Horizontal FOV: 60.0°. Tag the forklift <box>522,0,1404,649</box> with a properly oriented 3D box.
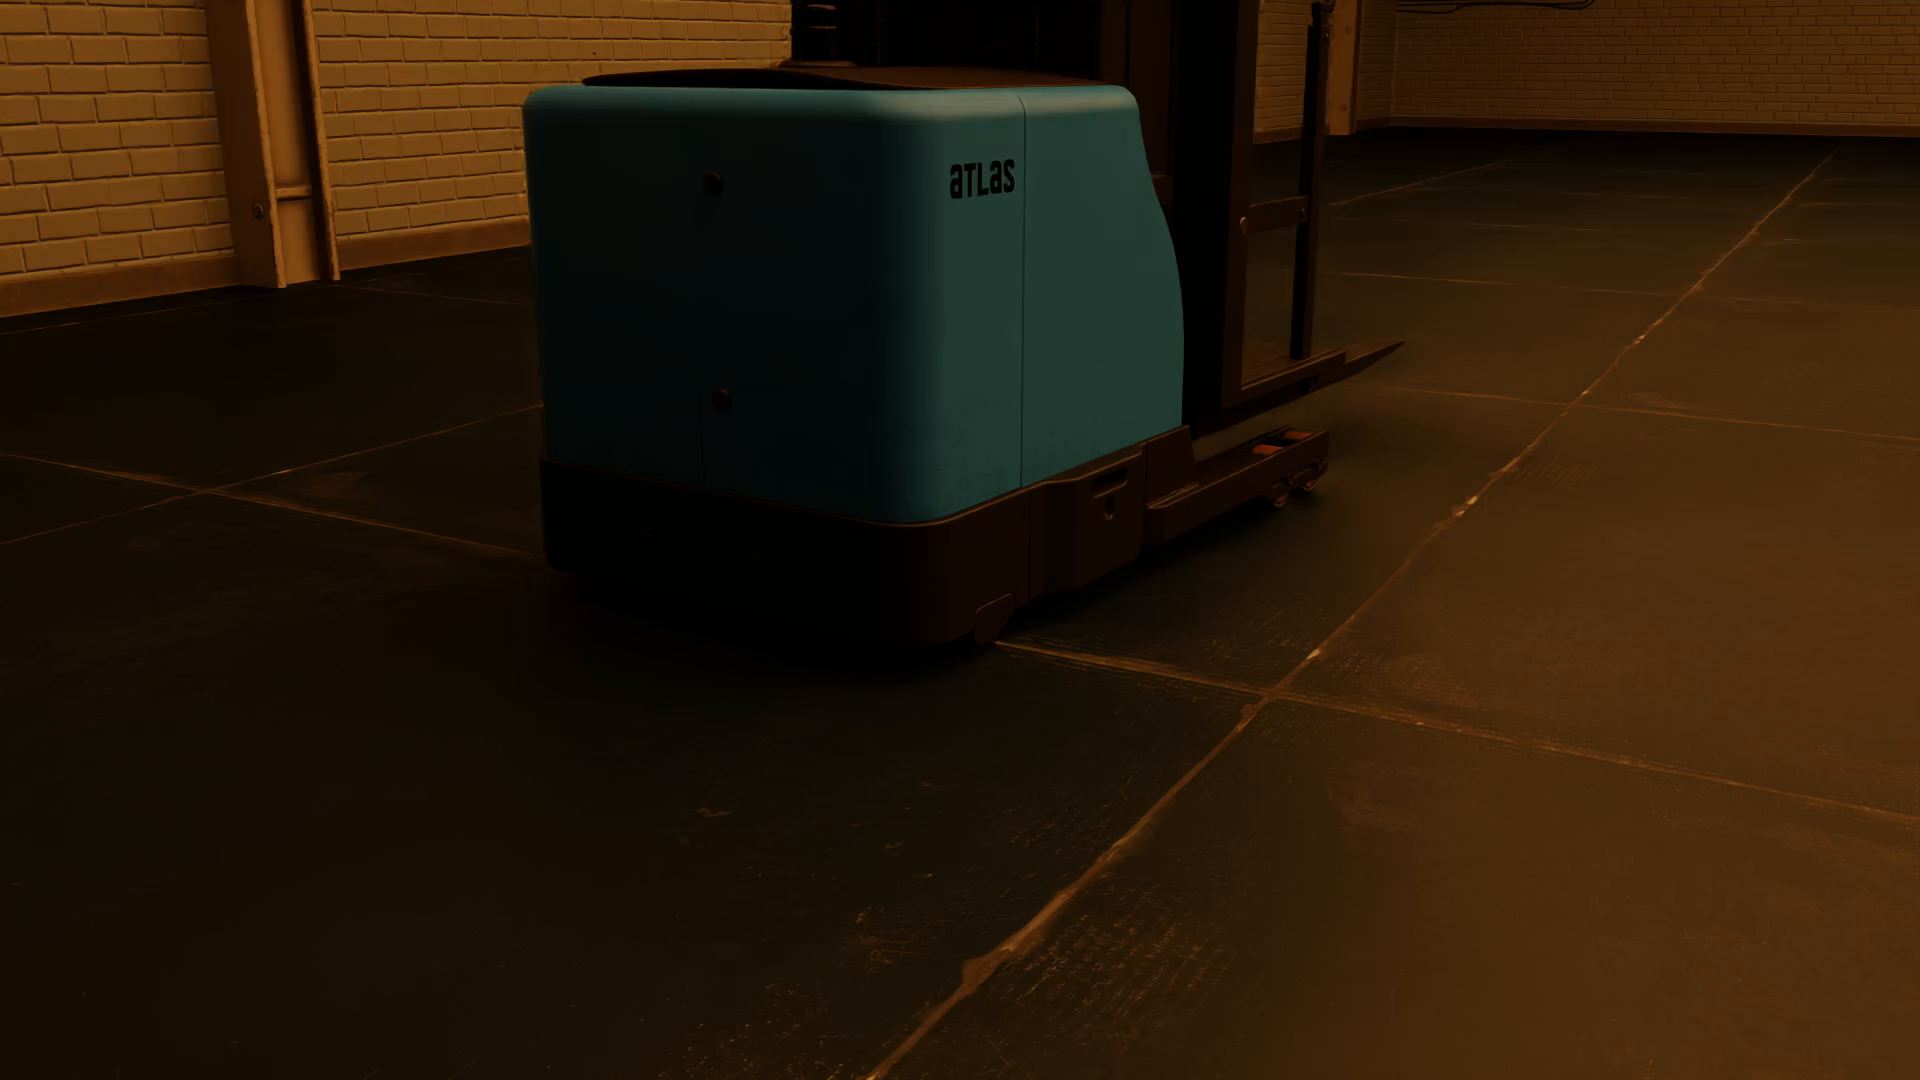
[{"bbox_3d":[0.342,-1.558,4.142,1.130,2.935,3.031,11,20,33],"label":"forklift"}]
